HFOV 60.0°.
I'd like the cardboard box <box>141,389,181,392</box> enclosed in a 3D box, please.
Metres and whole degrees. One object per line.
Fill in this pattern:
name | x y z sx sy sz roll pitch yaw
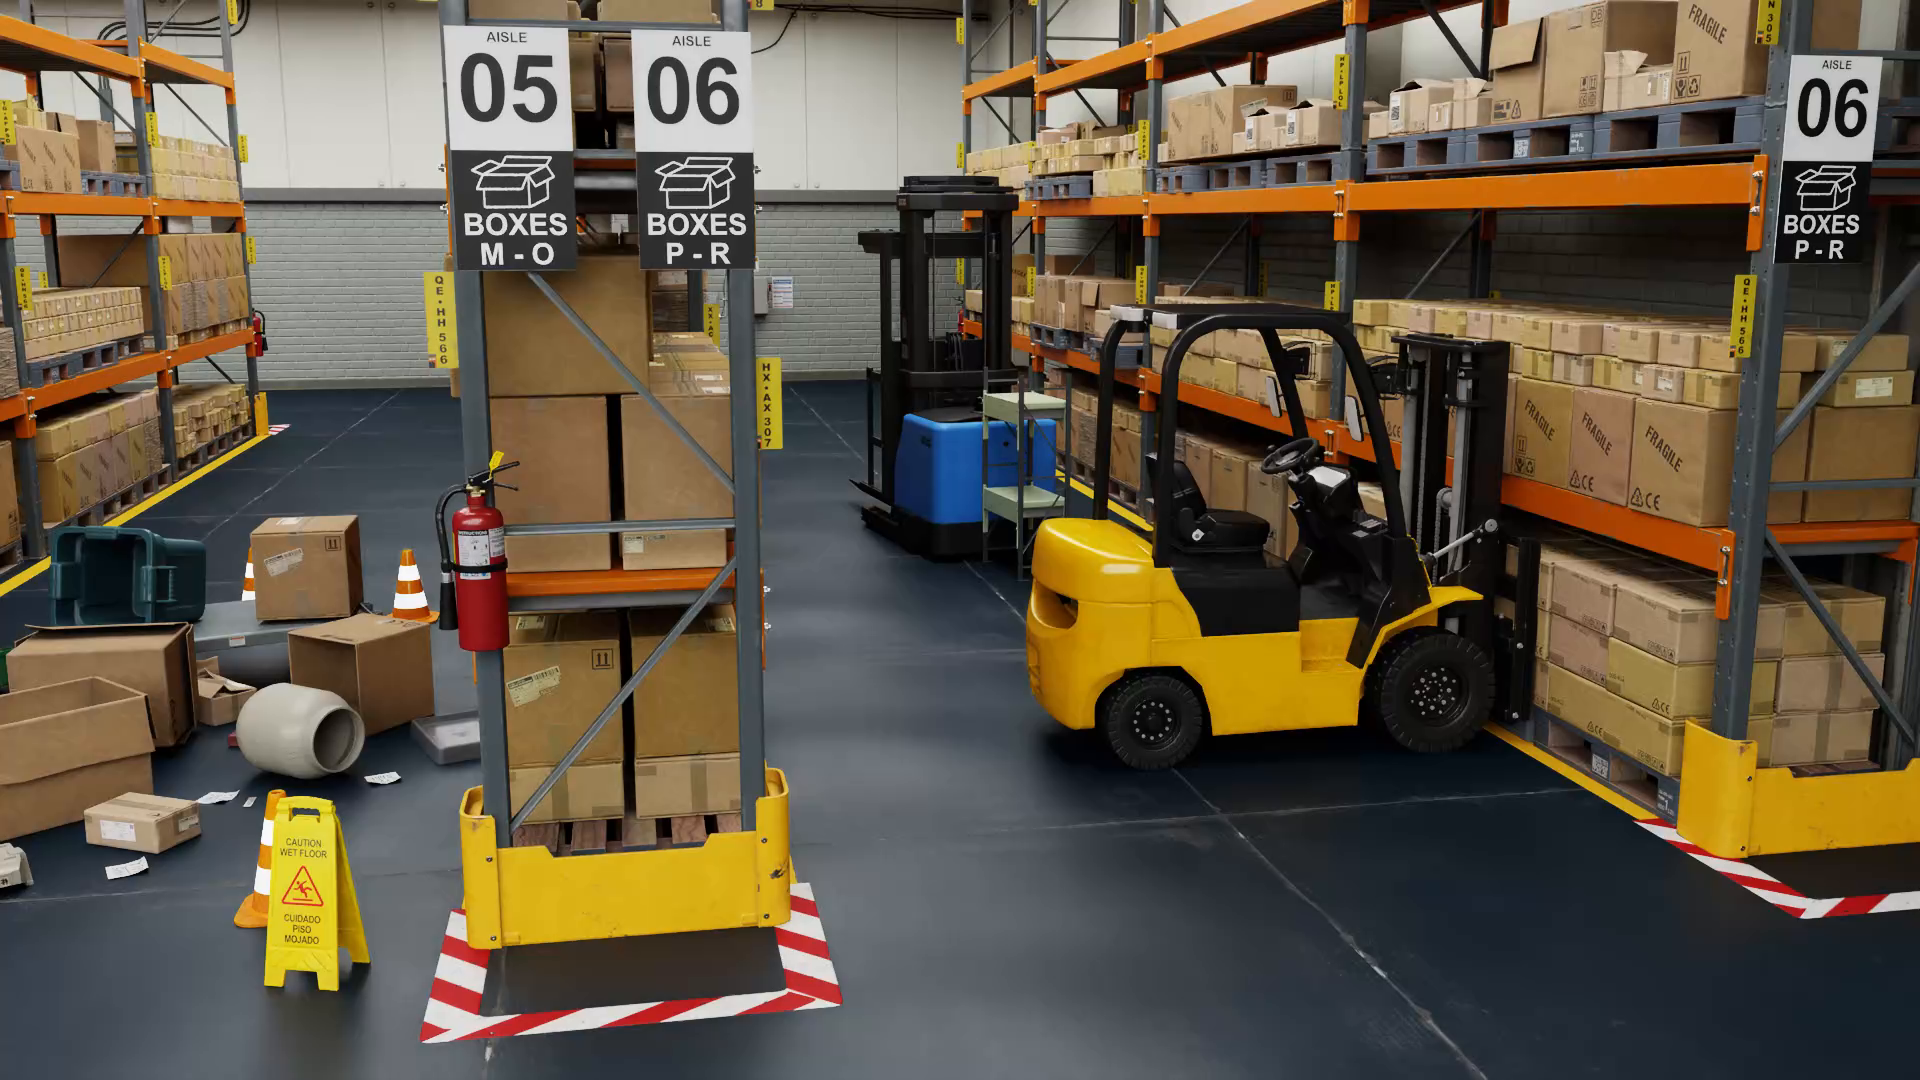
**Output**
cardboard box | -9.300 -1.668 19.350 0.380 0.149 0.250 -2 11 -11

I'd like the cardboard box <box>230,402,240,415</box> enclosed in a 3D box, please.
cardboard box | -8.678 -1.546 19.503 0.380 0.149 0.250 -3 11 -13

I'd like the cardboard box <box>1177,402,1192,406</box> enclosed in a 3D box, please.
cardboard box | 2.187 -1.238 16.006 0.380 0.149 0.250 -3 11 -14

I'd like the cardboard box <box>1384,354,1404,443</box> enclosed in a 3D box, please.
cardboard box | 2.822 -0.818 9.705 0.500 0.500 0.500 -2 11 -10

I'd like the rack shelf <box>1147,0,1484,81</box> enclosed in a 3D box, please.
rack shelf | 2.486 -3.719 12.161 1.077 0.370 4.000 -2 11 -11

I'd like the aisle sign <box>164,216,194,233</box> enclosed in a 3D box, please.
aisle sign | -9.472 -4.055 20.028 0.394 0.787 0.004 -2 11 -11

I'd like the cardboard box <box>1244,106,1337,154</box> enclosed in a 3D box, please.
cardboard box | 2.345 -2.905 11.760 0.500 0.311 0.500 -3 11 -13

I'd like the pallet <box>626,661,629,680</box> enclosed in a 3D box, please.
pallet | -1.828 0.718 9.359 1.003 0.211 1.213 -2 11 -11

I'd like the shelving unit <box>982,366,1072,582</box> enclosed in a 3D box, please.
shelving unit | 0.487 -0.511 12.370 0.431 1.500 0.755 -4 11 -19

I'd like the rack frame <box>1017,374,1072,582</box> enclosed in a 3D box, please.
rack frame | 0.610 -0.447 12.031 0.400 1.500 0.023 -4 11 -19

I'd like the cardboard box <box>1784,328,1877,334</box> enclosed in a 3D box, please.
cardboard box | 3.806 -0.855 7.371 0.380 0.149 0.250 -2 11 -9

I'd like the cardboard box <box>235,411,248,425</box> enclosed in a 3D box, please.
cardboard box | -8.707 -1.449 19.790 0.380 0.149 0.250 -2 11 -9

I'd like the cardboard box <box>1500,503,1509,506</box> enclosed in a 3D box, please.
cardboard box | 3.273 -0.126 9.892 0.500 0.250 0.500 -2 11 -12

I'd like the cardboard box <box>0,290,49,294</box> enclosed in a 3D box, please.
cardboard box | -8.653 -2.230 15.350 0.380 0.149 0.250 -2 11 -11

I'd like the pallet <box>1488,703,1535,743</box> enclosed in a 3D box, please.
pallet | 3.229 0.787 8.999 1.003 0.211 1.213 -2 11 -11

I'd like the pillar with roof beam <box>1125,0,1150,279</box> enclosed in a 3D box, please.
pillar with roof beam | -2.156 -5.373 17.859 9.100 9.000 0.400 -2 11 -11

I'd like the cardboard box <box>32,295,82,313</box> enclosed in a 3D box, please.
cardboard box | -7.765 -2.017 14.227 0.380 0.149 0.250 -2 11 -9

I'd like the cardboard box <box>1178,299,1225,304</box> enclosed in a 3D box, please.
cardboard box | 1.998 -1.892 13.612 0.380 0.149 0.250 -2 11 -9

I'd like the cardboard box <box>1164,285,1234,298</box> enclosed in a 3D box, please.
cardboard box | 2.150 -2.044 15.022 0.500 0.500 0.500 -2 11 -8

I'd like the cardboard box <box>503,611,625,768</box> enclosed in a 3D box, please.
cardboard box | -1.627 0.599 6.754 0.500 0.500 0.500 -2 11 -11

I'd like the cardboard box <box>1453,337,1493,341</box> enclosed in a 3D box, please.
cardboard box | 2.899 -1.019 9.024 0.380 0.149 0.250 -2 11 -13

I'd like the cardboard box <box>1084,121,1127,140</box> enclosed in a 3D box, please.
cardboard box | 1.529 -4.276 17.497 0.396 0.266 0.258 -2 11 -11

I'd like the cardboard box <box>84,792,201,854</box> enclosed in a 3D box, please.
cardboard box | -3.452 1.194 7.027 0.380 0.149 0.250 4 11 18

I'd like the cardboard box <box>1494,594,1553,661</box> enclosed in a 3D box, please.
cardboard box | 3.043 0.414 8.395 0.500 0.250 0.500 -2 11 -12

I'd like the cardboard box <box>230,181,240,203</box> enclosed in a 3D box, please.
cardboard box | -8.815 -4.102 19.604 0.500 0.250 0.500 -2 11 -12

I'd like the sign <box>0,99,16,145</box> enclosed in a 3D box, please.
sign | -7.061 -3.094 12.312 0.100 0.325 0.005 -2 11 -11

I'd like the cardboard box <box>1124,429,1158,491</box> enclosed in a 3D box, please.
cardboard box | 1.803 -0.736 15.106 0.500 0.500 0.500 -2 11 -9

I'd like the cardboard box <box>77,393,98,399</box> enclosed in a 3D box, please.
cardboard box | -8.501 -1.244 15.766 0.500 0.250 0.500 -3 11 -14

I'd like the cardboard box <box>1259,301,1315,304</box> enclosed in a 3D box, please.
cardboard box | 2.600 -1.817 13.218 0.380 0.149 0.250 -2 11 -11

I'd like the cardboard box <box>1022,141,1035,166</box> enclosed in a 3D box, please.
cardboard box | 0.984 -4.297 18.499 0.500 0.250 0.500 -2 11 -11

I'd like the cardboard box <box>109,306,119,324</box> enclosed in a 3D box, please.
cardboard box | -7.959 -2.062 15.259 0.380 0.149 0.250 -2 11 -13

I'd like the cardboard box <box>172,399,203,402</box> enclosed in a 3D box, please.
cardboard box | -8.519 -1.452 18.213 0.380 0.149 0.250 -3 11 -13

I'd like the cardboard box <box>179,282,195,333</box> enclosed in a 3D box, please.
cardboard box | -8.338 -2.428 17.368 0.500 0.500 0.500 -2 11 -11

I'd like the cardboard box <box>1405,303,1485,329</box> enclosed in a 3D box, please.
cardboard box | 2.843 -1.308 9.750 0.380 0.149 0.250 -2 11 -12

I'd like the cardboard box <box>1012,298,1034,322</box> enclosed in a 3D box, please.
cardboard box | 0.868 -2.670 19.309 0.500 0.250 0.500 -2 11 -11

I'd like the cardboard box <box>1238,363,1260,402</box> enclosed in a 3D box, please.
cardboard box | 2.350 -1.148 12.108 0.500 0.250 0.500 -2 11 -11

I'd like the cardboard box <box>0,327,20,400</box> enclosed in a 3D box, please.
cardboard box | -7.256 -1.285 12.158 0.500 0.500 0.500 -2 11 -11

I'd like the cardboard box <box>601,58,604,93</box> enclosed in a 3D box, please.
cardboard box | -2.231 -2.727 9.920 0.500 0.250 0.500 -2 11 -10

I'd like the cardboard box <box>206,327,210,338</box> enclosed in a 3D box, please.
cardboard box | -8.591 -2.315 18.511 0.380 0.149 0.250 -2 11 -10

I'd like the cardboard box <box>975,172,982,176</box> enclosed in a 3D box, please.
cardboard box | 0.478 -4.518 20.994 0.500 0.250 0.500 -2 11 -10

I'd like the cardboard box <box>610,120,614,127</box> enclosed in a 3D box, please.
cardboard box | -1.141 -1.781 6.612 0.500 0.250 0.500 -2 11 -12

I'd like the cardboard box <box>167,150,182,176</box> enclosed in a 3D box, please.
cardboard box | -8.336 -3.876 17.082 0.500 0.250 0.500 -2 11 -11

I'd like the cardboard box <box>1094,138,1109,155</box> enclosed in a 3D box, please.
cardboard box | 1.487 -3.720 15.738 0.380 0.149 0.250 -2 11 -11

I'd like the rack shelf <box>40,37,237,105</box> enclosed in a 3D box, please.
rack shelf | -8.774 -5.001 17.838 1.077 0.370 4.000 -2 11 -11

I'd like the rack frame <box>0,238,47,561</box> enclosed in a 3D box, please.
rack frame | -7.607 -1.309 12.550 1.000 3.000 0.127 -2 11 -11

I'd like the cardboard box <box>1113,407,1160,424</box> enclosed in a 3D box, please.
cardboard box | 1.661 -1.166 15.625 0.380 0.149 0.250 -2 11 -13

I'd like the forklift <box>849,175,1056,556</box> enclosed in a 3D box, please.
forklift | -0.209 -1.550 13.999 1.130 2.935 3.031 -4 11 -19

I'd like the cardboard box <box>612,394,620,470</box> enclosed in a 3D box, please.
cardboard box | -1.858 -0.602 7.775 0.500 0.500 0.500 -2 11 -10

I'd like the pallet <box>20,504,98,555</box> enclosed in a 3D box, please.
pallet | -7.758 -0.082 13.564 1.003 0.211 1.213 -2 11 -11

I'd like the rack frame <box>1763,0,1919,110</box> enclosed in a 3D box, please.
rack frame | 3.653 -3.168 6.275 1.000 3.000 0.127 -2 11 -11

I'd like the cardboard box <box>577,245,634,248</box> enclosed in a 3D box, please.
cardboard box | -2.043 -1.277 8.646 0.700 0.500 0.500 -2 11 -11

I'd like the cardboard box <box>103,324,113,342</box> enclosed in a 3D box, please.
cardboard box | -7.908 -1.869 15.044 0.380 0.149 0.250 -3 11 -13

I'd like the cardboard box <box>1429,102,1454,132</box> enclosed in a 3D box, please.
cardboard box | 2.813 -2.326 9.154 0.380 0.149 0.250 -2 11 -9

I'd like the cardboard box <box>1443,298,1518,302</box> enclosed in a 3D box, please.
cardboard box | 3.233 -1.421 10.343 0.380 0.149 0.250 -2 11 -11

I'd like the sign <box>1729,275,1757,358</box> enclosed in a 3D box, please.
sign | 3.118 -0.889 6.615 0.100 0.325 0.005 -2 11 -11
